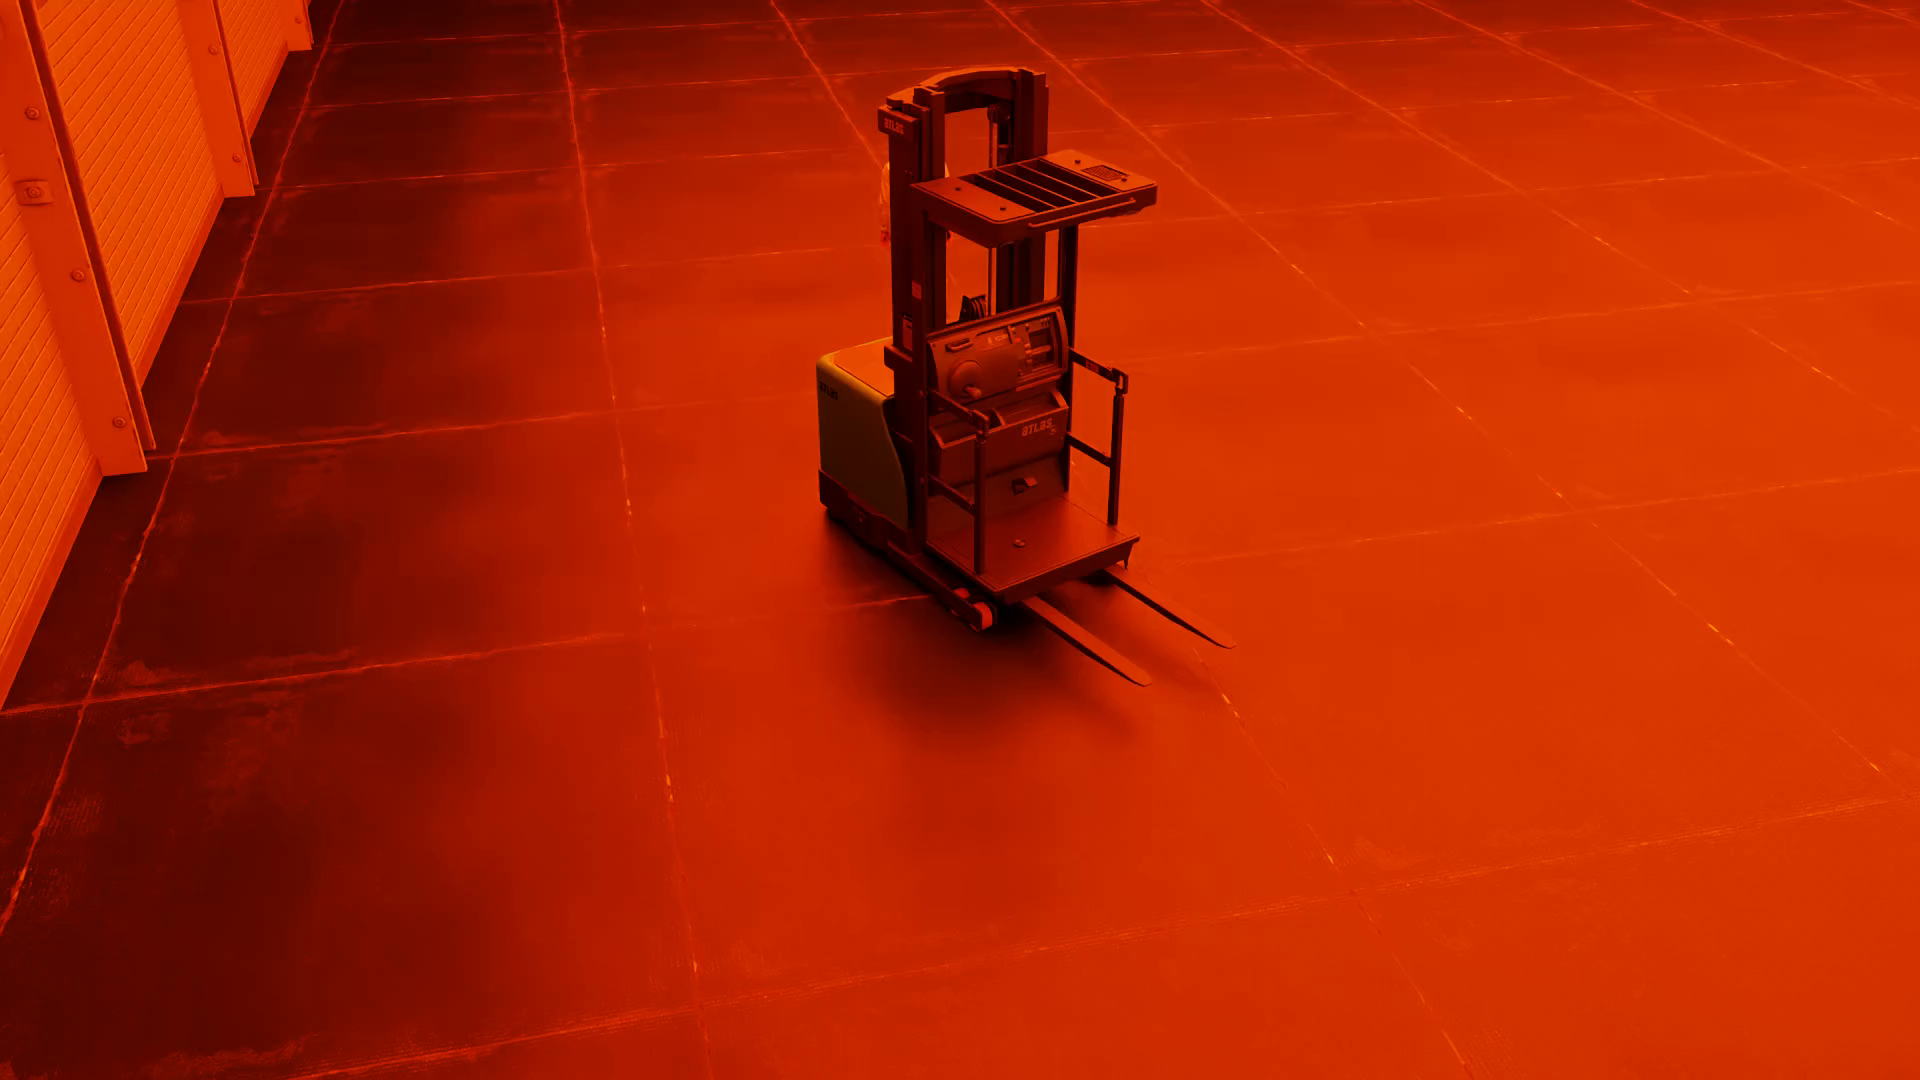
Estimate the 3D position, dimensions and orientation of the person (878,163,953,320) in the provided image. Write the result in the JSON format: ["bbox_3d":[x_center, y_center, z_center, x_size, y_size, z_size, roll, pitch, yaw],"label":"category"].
[{"bbox_3d":[-0.333,-2.401,12.879,0.594,1.773,0.457,-3,30,-6],"label":"person"}]

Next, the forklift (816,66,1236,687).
[{"bbox_3d":[0.355,-1.021,9.338,1.130,2.935,3.031,-20,35,-30],"label":"forklift"}]
